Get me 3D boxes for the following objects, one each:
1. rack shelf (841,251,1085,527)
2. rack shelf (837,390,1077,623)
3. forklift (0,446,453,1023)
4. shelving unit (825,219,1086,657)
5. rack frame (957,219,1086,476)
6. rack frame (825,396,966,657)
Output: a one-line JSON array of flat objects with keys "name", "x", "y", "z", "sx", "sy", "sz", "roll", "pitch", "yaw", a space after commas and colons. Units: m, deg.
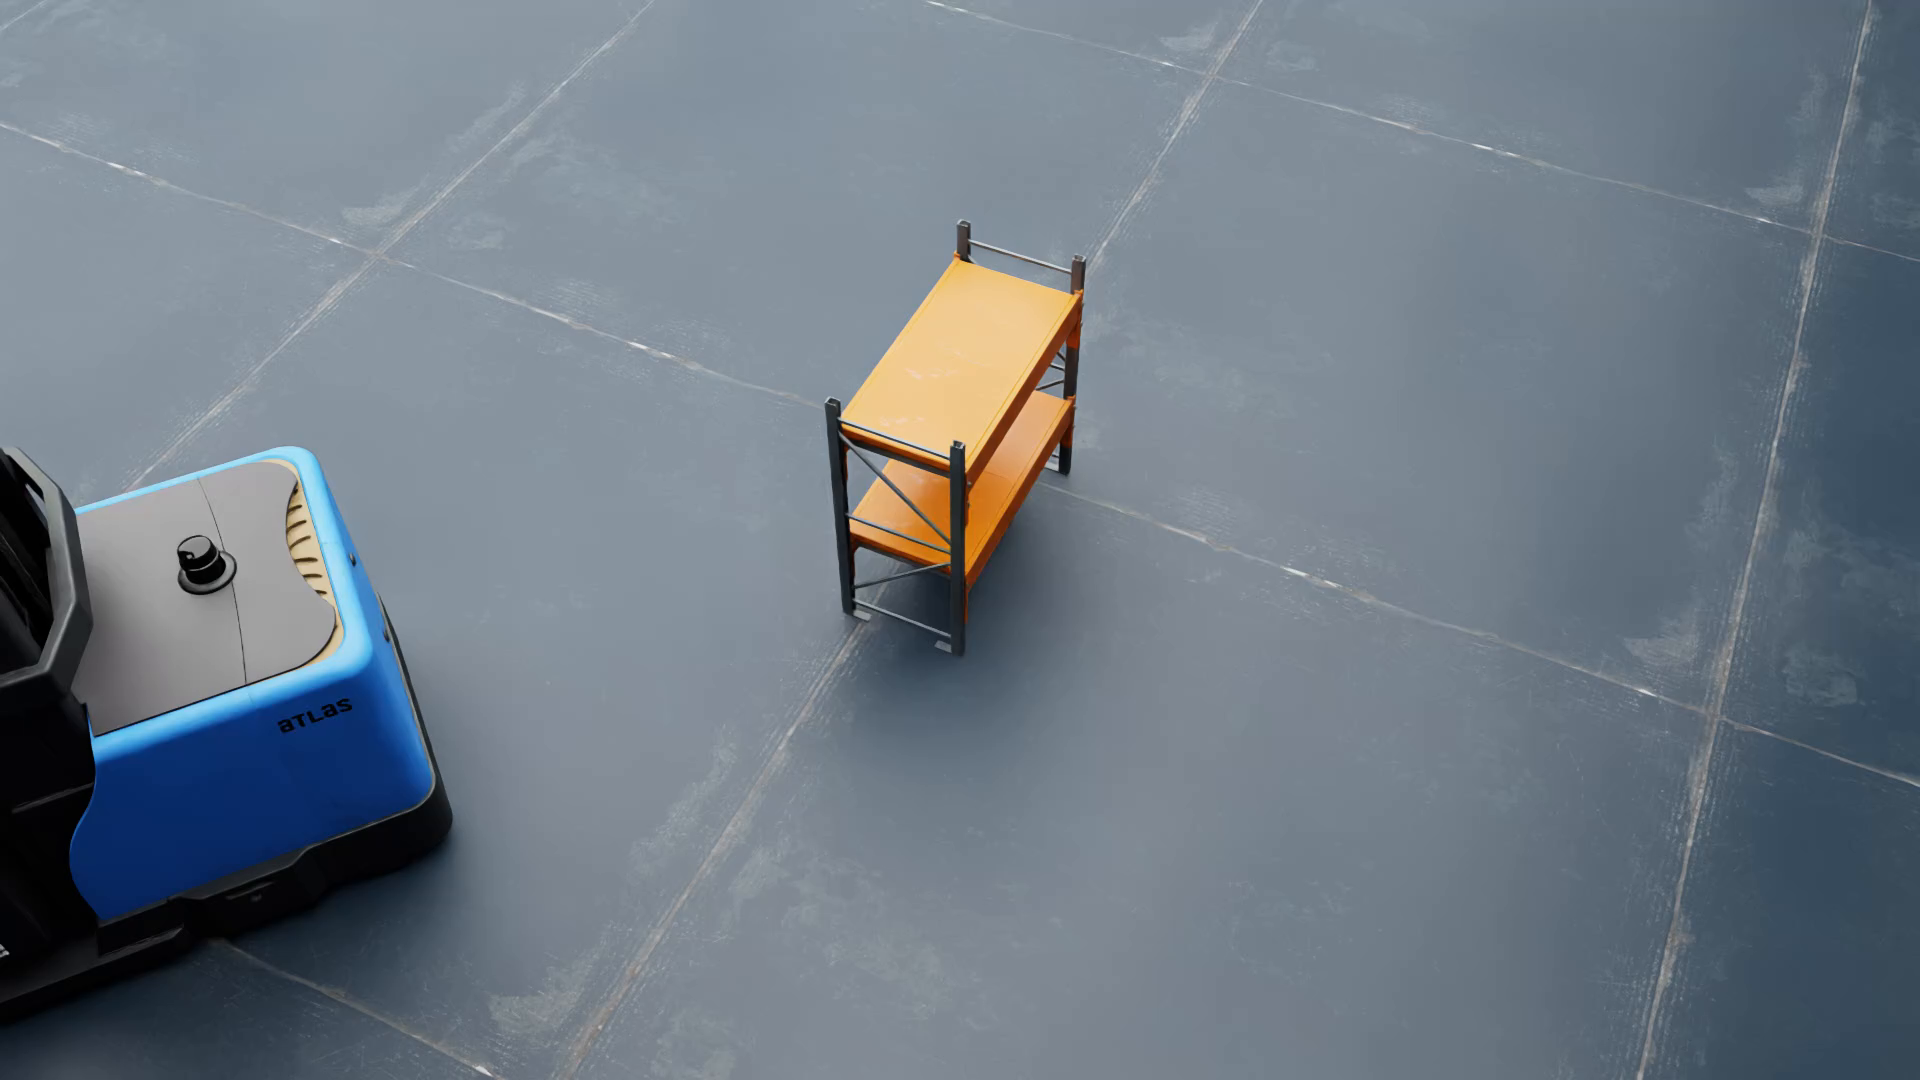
[{"name": "rack shelf", "x": 0.003, "y": -0.559, "z": 5.918, "sx": 0.538, "sy": 0.278, "sz": 1.000, "roll": 20, "pitch": 52, "yaw": 16}, {"name": "rack shelf", "x": 0.003, "y": -0.211, "z": 6.327, "sx": 0.538, "sy": 0.278, "sz": 1.000, "roll": 20, "pitch": 52, "yaw": 16}, {"name": "forklift", "x": -3.285, "y": 0.228, "z": 4.446, "sx": 3.031, "sy": 2.935, "sz": 1.130, "roll": -20, "pitch": 52, "yaw": -16}, {"name": "shelving unit", "x": 0.003, "y": -0.369, "z": 6.141, "sx": 0.538, "sy": 1.125, "sz": 1.048, "roll": 20, "pitch": 52, "yaw": 16}, {"name": "rack frame", "x": 0.220, "y": -0.719, "z": 6.439, "sx": 0.500, "sy": 1.125, "sz": 0.032, "roll": 20, "pitch": 52, "yaw": 16}, {"name": "rack frame", "x": -0.214, "y": -0.019, "z": 5.843, "sx": 0.500, "sy": 1.125, "sz": 0.032, "roll": 20, "pitch": 52, "yaw": 16}]
